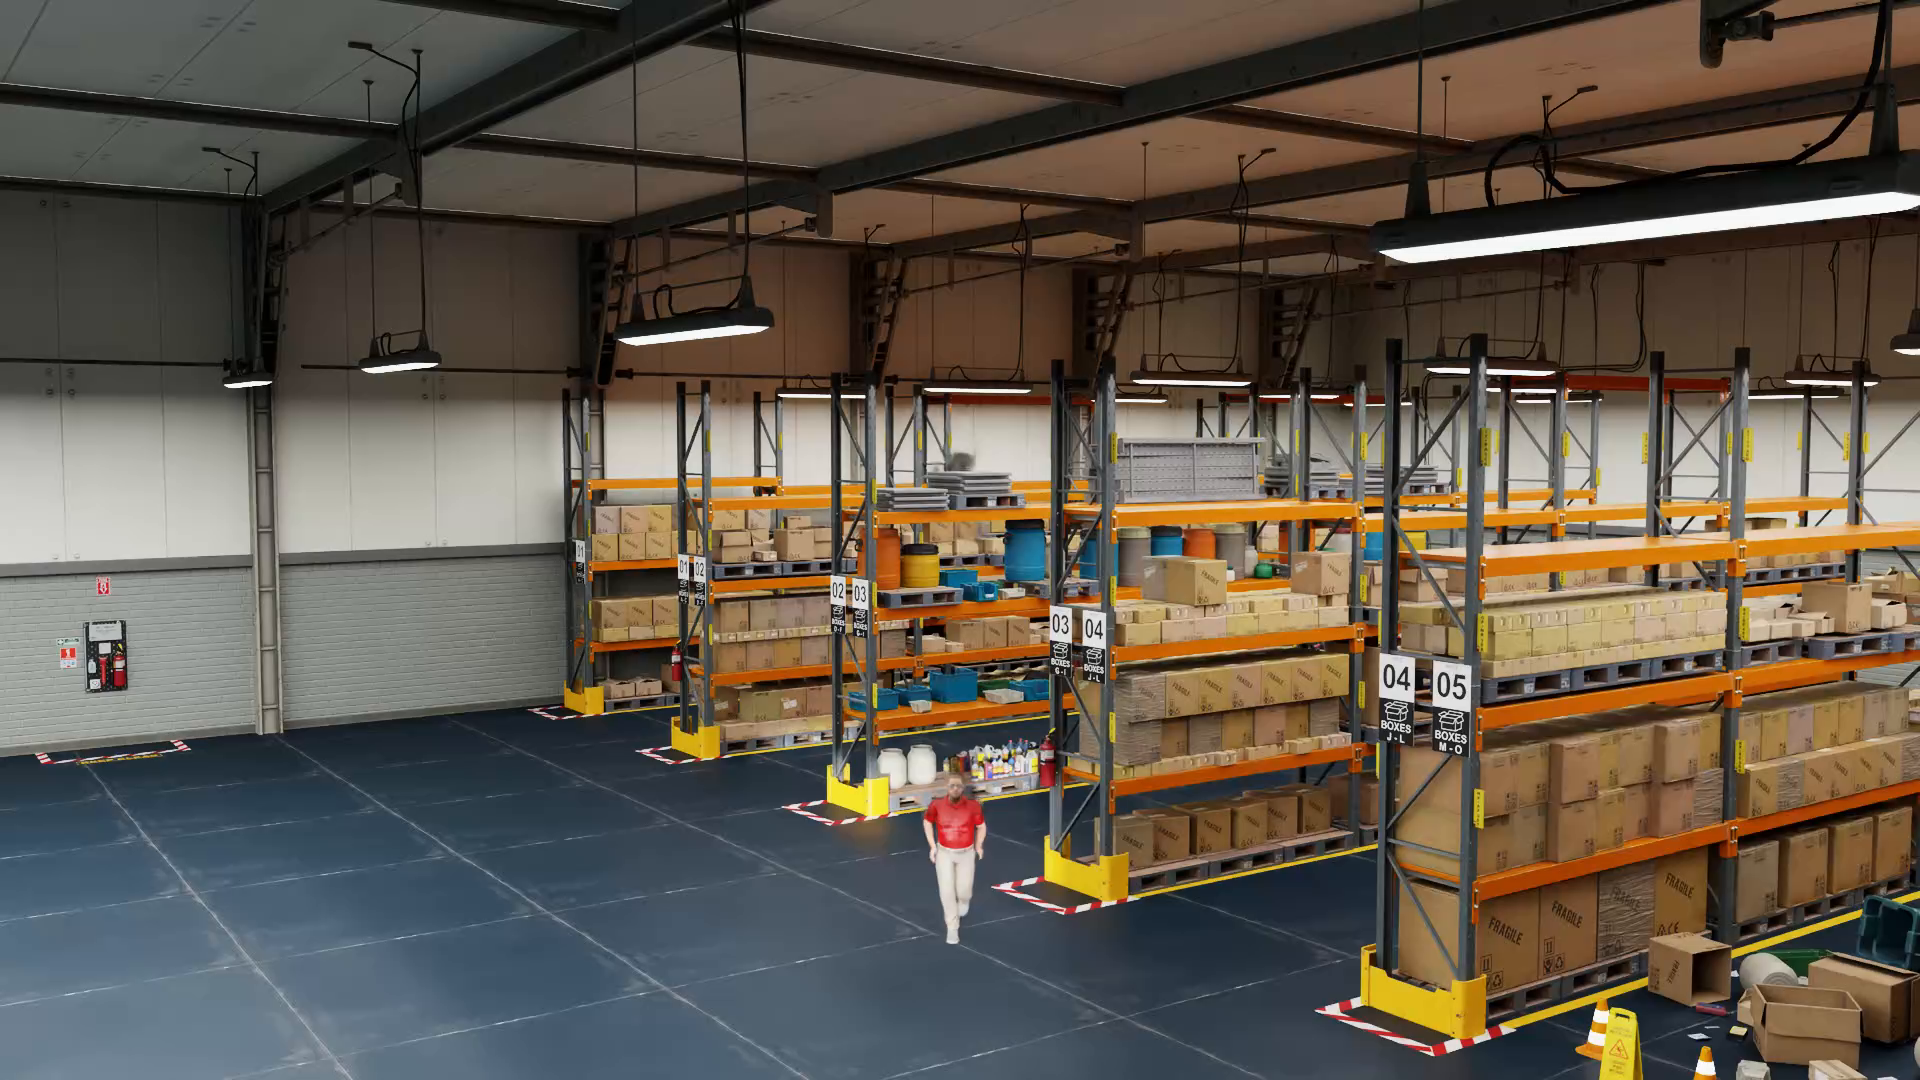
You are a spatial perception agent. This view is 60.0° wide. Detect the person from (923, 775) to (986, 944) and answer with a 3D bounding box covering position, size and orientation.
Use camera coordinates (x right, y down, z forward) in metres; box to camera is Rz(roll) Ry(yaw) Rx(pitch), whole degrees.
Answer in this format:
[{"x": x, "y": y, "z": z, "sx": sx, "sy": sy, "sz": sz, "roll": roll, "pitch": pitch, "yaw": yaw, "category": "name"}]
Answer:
[{"x": -0.060, "y": 3.233, "z": 17.115, "sx": 0.636, "sy": 1.688, "sz": 0.749, "roll": 0, "pitch": 4, "yaw": -1, "category": "person"}]
